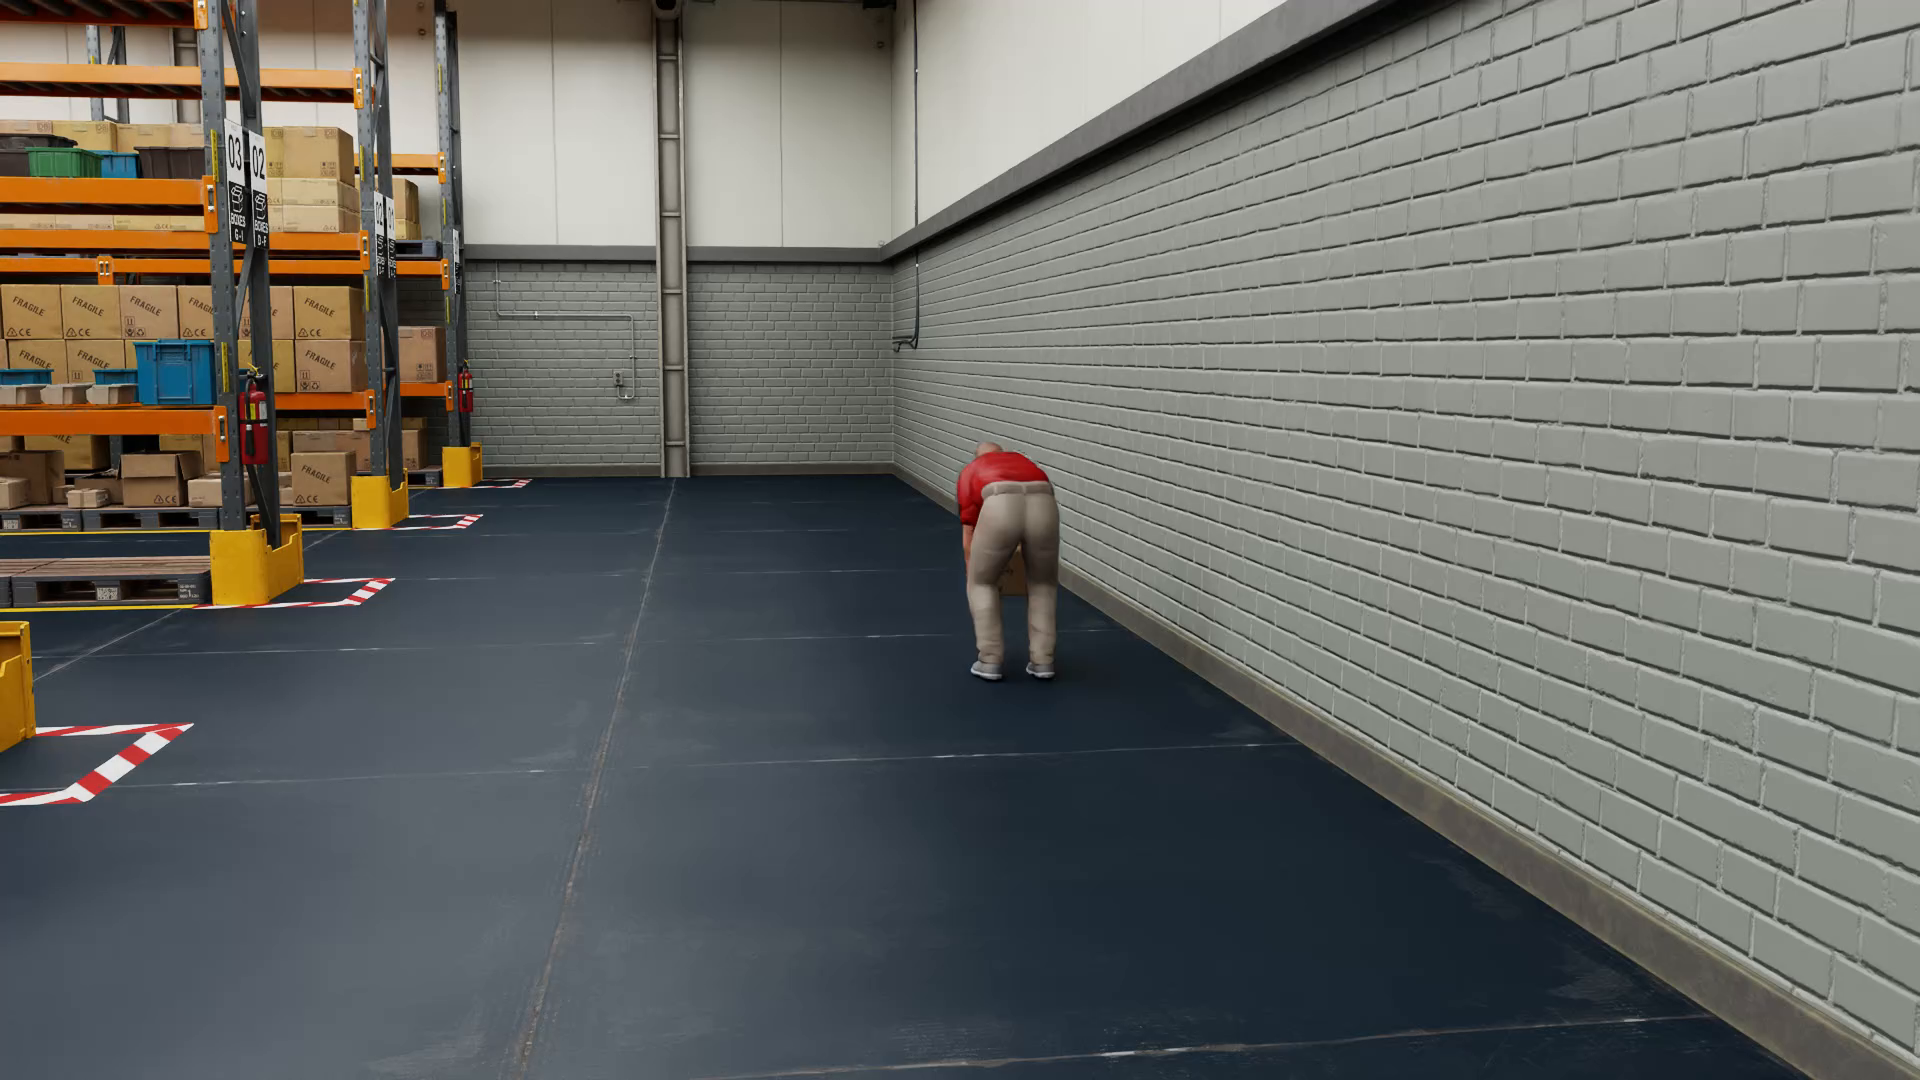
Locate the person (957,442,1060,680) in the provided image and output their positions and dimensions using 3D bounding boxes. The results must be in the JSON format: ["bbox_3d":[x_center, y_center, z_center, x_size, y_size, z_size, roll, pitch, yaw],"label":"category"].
[{"bbox_3d":[0.246,0.095,8.832,0.487,1.198,0.940,-1,7,-10],"label":"person"}]
